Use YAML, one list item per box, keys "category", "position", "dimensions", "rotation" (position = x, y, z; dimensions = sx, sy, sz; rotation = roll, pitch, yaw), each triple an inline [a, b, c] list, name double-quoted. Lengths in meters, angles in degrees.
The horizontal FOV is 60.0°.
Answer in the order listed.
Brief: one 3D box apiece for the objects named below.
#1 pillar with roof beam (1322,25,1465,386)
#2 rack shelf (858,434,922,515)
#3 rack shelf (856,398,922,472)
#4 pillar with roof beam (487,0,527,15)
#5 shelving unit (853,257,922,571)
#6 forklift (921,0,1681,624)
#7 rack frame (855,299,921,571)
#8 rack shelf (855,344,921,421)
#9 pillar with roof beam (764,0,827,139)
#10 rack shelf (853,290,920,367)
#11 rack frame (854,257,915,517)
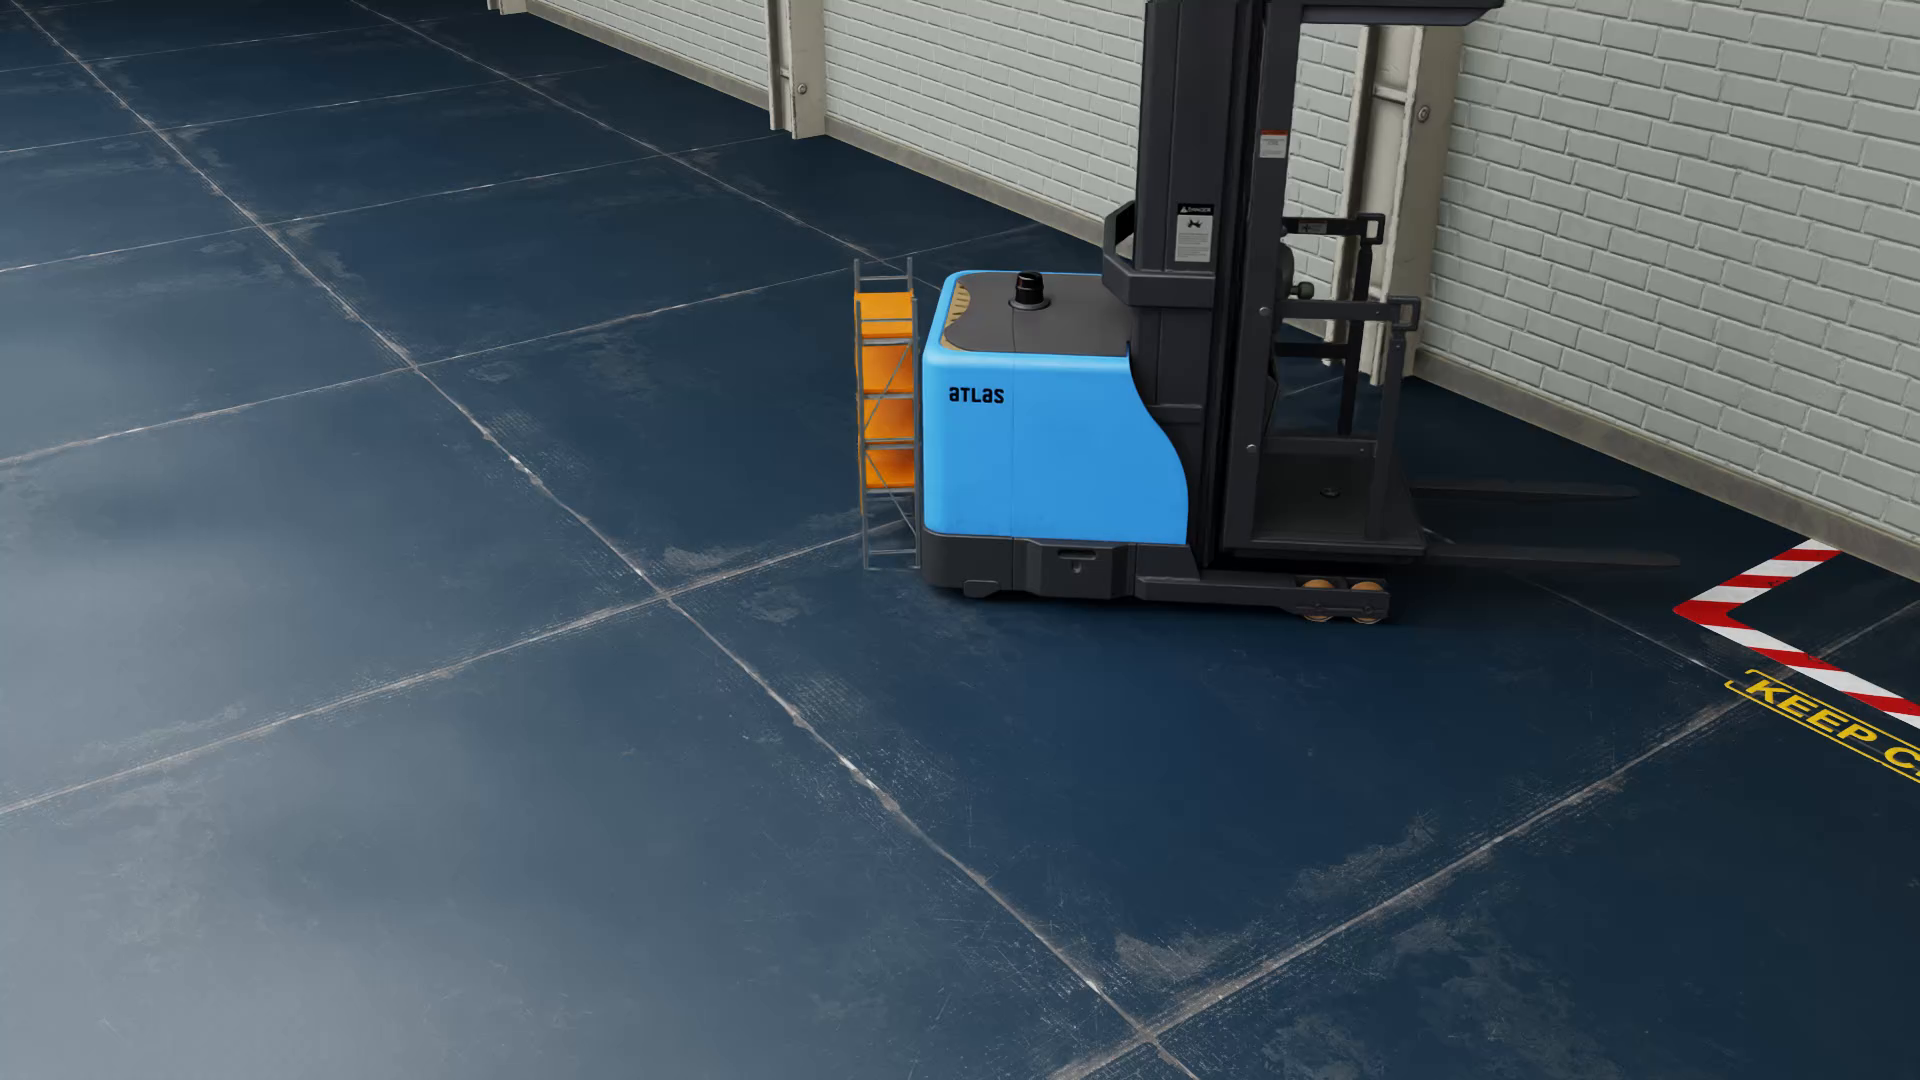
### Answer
- category: "pillar with roof beam"
  position: [-1.306, -3.689, 4.613]
  dimensions: [9.100, 9.000, 0.400]
  rotation: [-19, 34, -31]
- category: "rack shelf"
  position: [-0.302, -0.287, 7.078]
  dimensions: [0.258, 0.148, 0.480]
  rotation: [-2, 29, -3]
- category: "rack shelf"
  position: [-0.302, -0.461, 6.983]
  dimensions: [0.258, 0.148, 0.480]
  rotation: [-2, 29, -3]
- category: "pillar with roof beam"
  position: [-8.266, -8.354, 13.203]
  dimensions: [9.100, 9.000, 0.400]
  rotation: [-19, 34, -31]
- category: "shelving unit"
  position: [-0.302, -0.520, 6.951]
  dimensions: [0.258, 1.200, 0.503]
  rotation: [-2, 29, -3]
- category: "forklift"
  position: [1.390, -1.219, 6.424]
  dimensions: [3.031, 2.935, 1.130]
  rotation: [3, 29, 5]
- category: "rack frame"
  position: [-0.285, -0.404, 6.737]
  dimensions: [0.240, 1.200, 0.015]
  rotation: [-2, 29, -3]
- category: "rack shelf"
  position: [-0.302, -0.658, 6.876]
  dimensions: [0.258, 0.148, 0.480]
  rotation: [-2, 29, -3]
- category: "pillar with roof beam"
  position: [-4.786, -6.021, 8.908]
  dimensions: [9.100, 9.000, 0.400]
  rotation: [-19, 34, -31]
- category: "rack shelf"
  position: [-0.302, -0.866, 6.763]
  dimensions: [0.258, 0.148, 0.480]
  rotation: [-2, 29, -3]
- category: "rack frame"
  position: [-0.318, -0.637, 7.165]
  dimensions: [0.240, 1.200, 0.015]
  rotation: [-2, 29, -3]
